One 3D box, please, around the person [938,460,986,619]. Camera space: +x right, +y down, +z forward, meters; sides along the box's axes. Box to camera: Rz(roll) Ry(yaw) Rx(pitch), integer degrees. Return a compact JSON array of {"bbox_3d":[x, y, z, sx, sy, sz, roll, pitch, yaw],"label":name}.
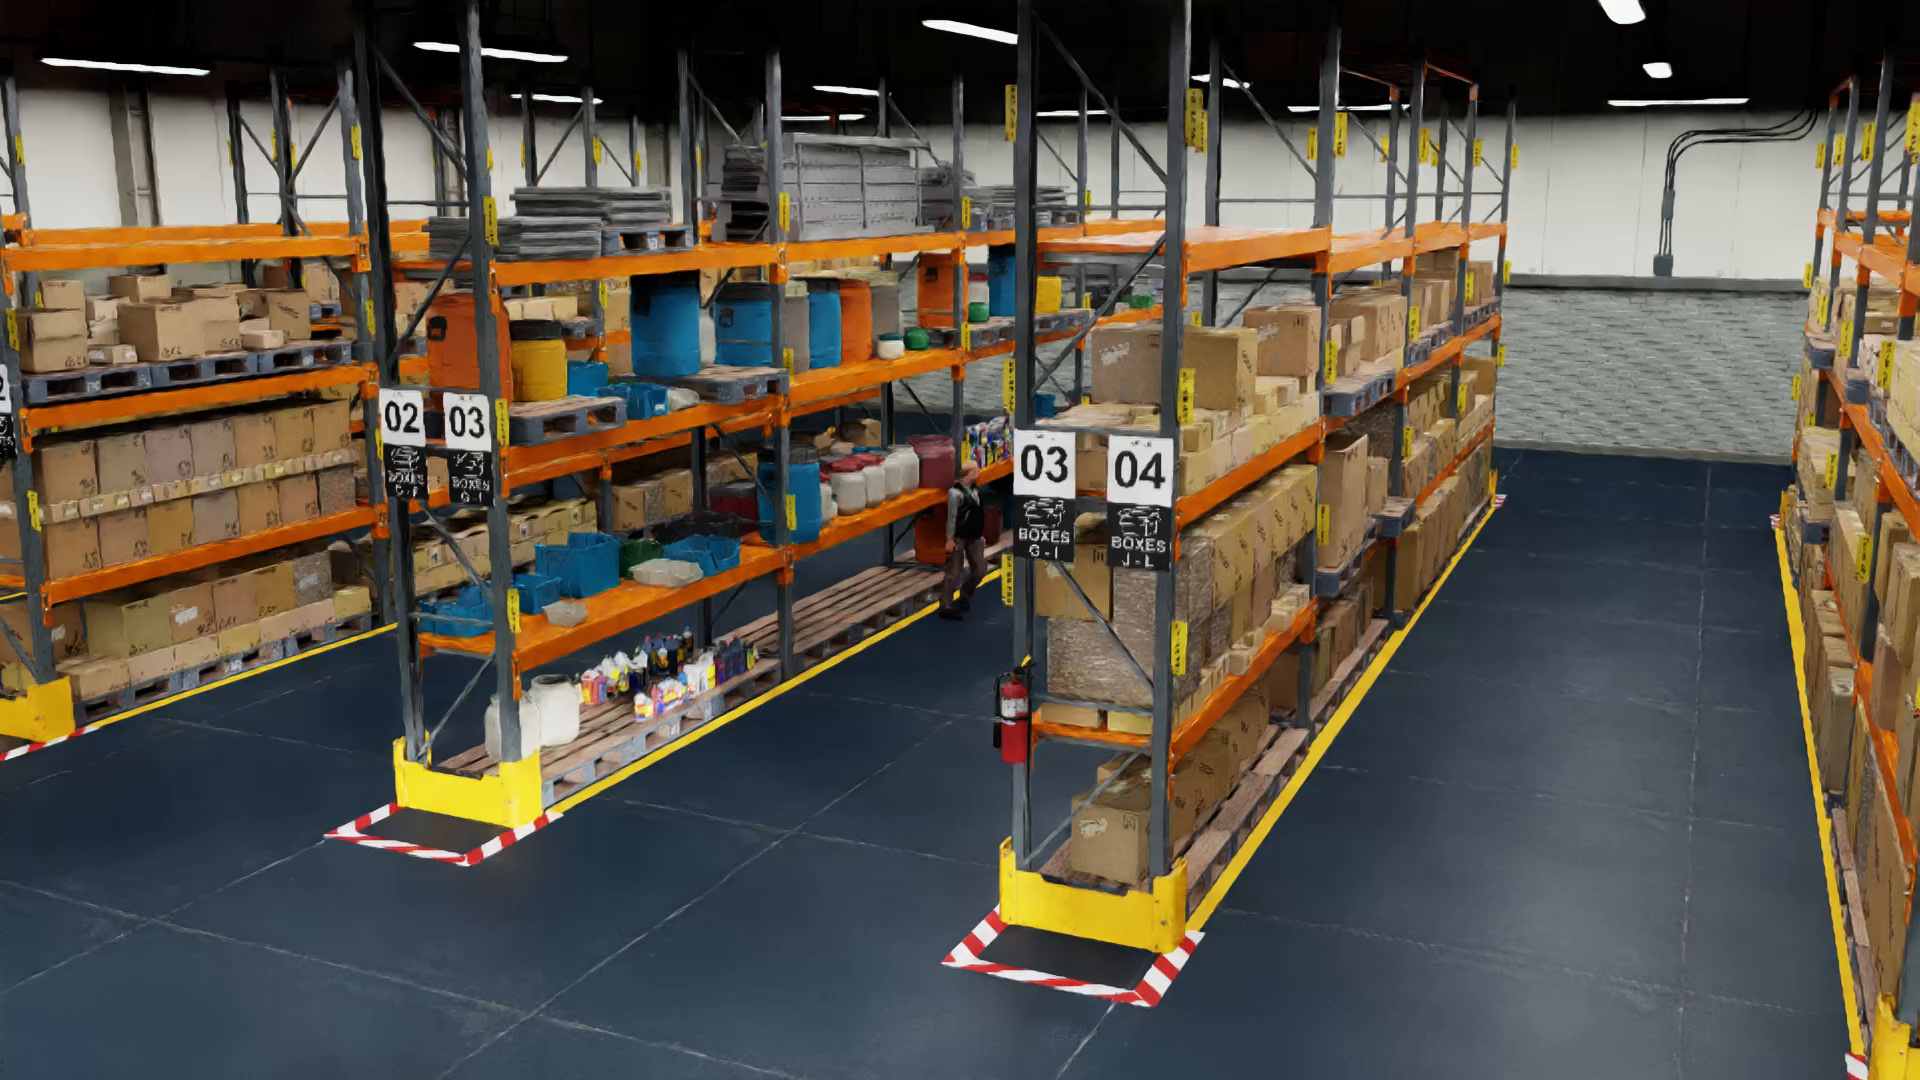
[{"bbox_3d":[0.034,-0.017,18.115,0.417,1.696,0.639,12,17,43],"label":"person"}]
